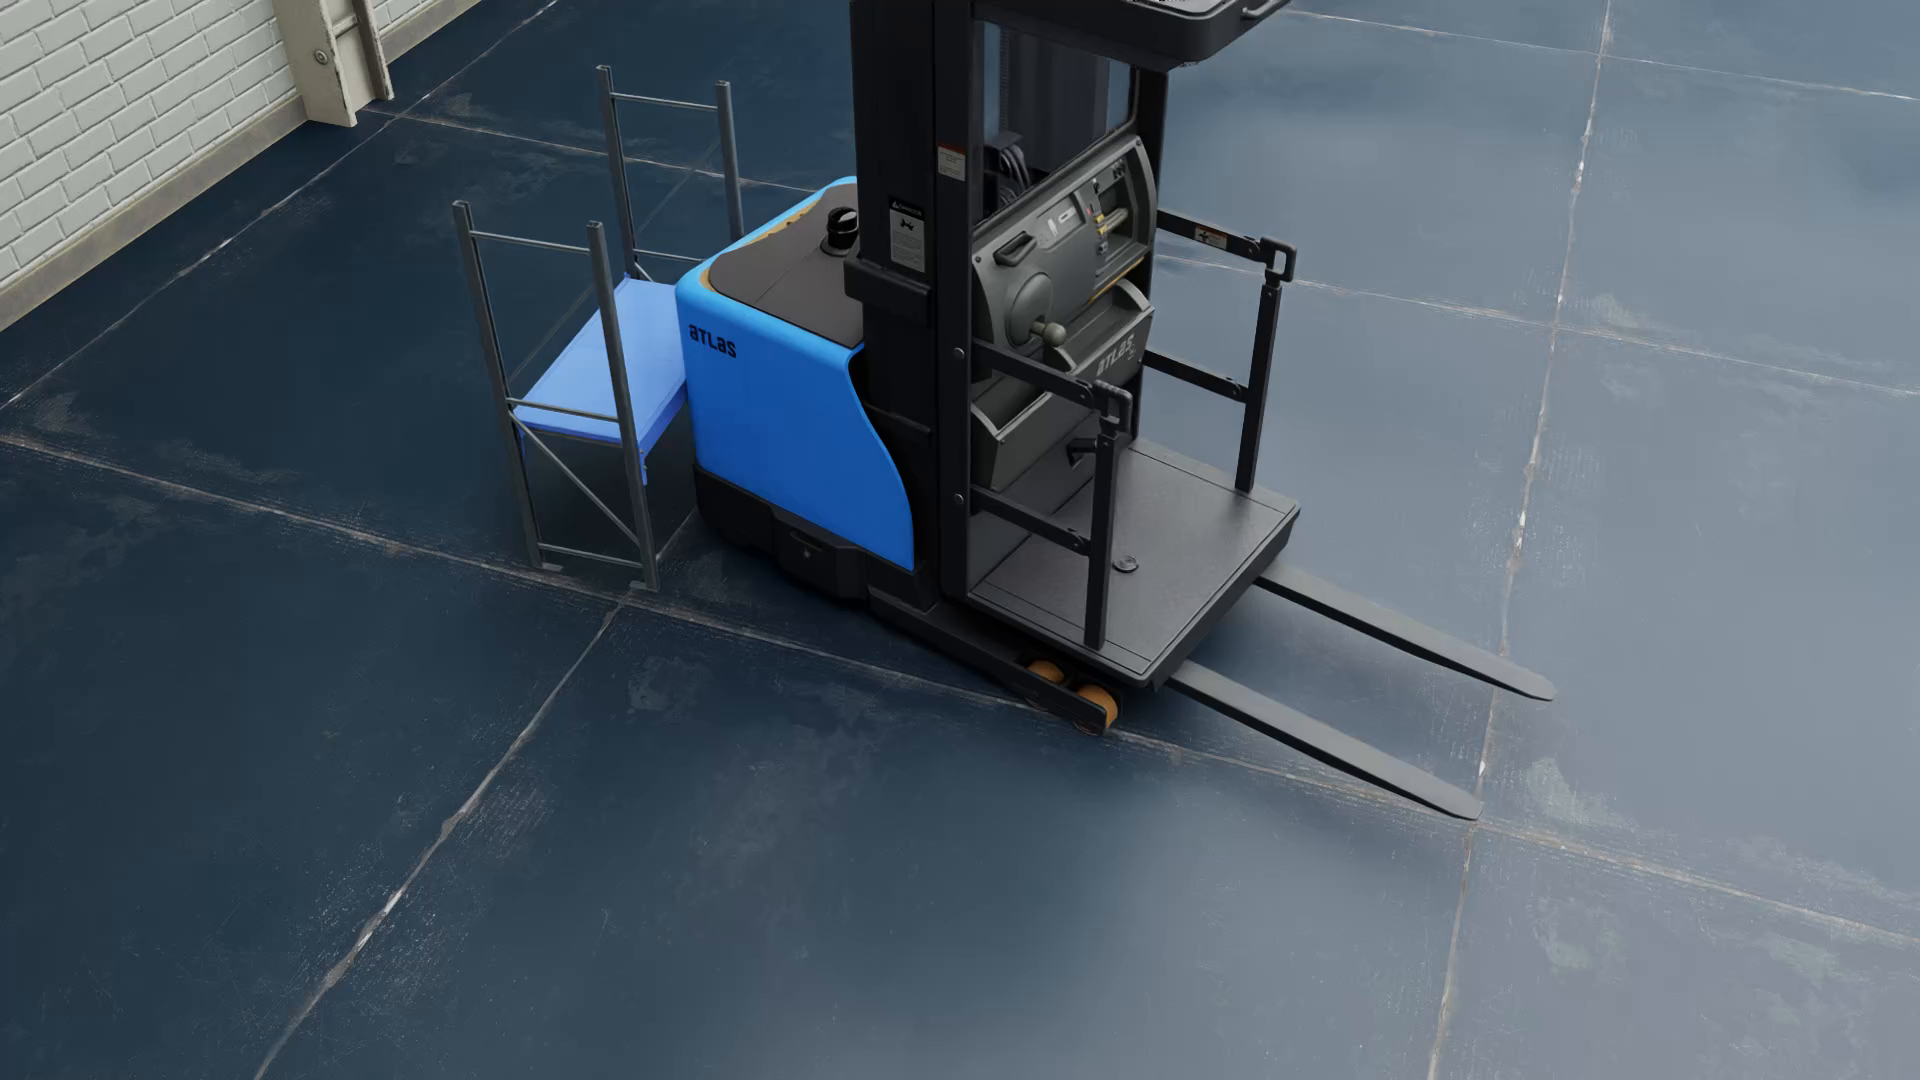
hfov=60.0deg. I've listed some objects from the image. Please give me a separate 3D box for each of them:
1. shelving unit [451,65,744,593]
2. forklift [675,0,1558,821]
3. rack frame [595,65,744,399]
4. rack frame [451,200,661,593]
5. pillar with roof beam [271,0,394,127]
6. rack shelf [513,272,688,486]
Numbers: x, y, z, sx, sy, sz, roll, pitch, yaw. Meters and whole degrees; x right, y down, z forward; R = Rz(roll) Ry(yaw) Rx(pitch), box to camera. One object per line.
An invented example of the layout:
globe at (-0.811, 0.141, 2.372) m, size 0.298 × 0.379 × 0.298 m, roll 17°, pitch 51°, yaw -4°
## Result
shelving unit at (-1.192, -0.751, 5.974) m, size 0.538 × 1.500 × 1.048 m, roll 11°, pitch 42°, yaw 12°
forklift at (0.503, -0.866, 5.007) m, size 3.031 × 2.935 × 1.130 m, roll 25°, pitch 47°, yaw 27°
rack frame at (-1.050, -1.067, 6.345) m, size 0.500 × 1.500 × 0.032 m, roll 11°, pitch 42°, yaw 12°
rack frame at (-1.334, -0.434, 5.603) m, size 0.500 × 1.500 × 0.032 m, roll 11°, pitch 42°, yaw 12°
pillar with roof beam at (0.743, -4.810, 4.954) m, size 9.100 × 9.000 × 0.400 m, roll 13°, pitch 42°, yaw 15°
rack shelf at (-1.191, -0.614, 6.091) m, size 0.538 × 0.185 × 1.000 m, roll 11°, pitch 42°, yaw 12°
